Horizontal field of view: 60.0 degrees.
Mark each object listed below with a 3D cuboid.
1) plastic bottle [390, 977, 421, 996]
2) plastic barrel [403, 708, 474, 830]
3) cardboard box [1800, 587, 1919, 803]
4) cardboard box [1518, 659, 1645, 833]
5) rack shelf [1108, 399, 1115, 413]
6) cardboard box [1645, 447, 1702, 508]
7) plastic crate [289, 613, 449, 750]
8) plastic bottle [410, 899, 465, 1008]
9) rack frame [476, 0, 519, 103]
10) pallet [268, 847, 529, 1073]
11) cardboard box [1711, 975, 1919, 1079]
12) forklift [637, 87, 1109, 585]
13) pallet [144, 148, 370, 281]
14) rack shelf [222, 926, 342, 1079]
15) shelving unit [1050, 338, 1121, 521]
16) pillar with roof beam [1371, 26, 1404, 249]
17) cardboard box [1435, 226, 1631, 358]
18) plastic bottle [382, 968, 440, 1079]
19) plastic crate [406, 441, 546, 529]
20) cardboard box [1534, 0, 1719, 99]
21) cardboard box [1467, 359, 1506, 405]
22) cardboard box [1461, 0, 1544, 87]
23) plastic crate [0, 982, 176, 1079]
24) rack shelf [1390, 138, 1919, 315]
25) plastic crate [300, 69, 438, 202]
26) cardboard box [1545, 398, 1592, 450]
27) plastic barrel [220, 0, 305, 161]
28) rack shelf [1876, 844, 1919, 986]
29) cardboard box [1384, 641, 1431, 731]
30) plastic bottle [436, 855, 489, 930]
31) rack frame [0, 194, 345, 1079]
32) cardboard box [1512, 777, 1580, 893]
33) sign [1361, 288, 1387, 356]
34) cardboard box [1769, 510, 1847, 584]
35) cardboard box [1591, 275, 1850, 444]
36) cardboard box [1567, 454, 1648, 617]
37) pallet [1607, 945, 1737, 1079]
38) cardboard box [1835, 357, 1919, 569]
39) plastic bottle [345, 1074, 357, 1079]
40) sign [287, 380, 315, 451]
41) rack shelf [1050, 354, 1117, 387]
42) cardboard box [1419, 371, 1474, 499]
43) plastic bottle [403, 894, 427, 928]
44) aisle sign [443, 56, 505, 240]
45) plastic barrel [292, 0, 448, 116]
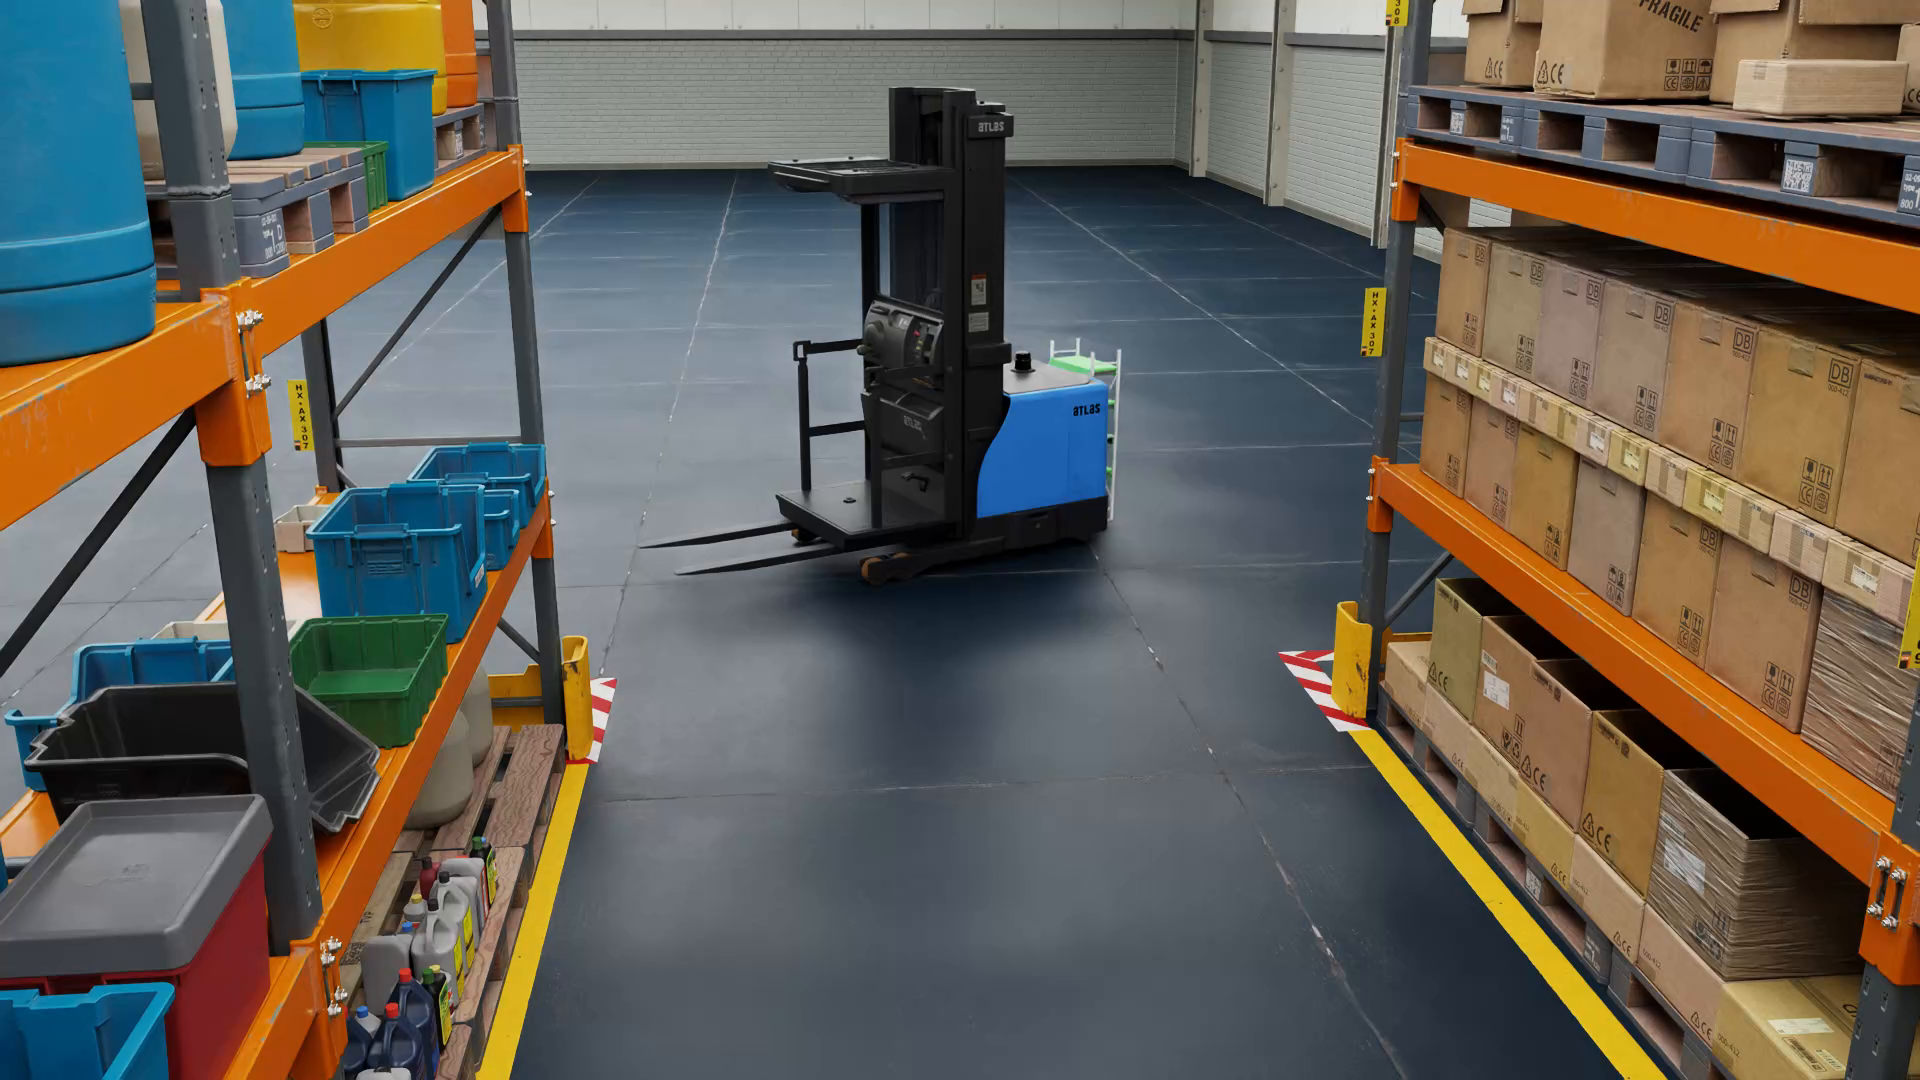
[{"bbox_3d":[-1.744,1.486,5.255,0.097,0.271,0.097,0,17,0],"label":"plastic bottle"},{"bbox_3d":[-2.219,0.885,6.803,0.421,0.512,0.421,0,17,0],"label":"plastic barrel"},{"bbox_3d":[2.874,0.415,4.680,0.700,0.500,0.500,-2,18,-7],"label":"cardboard box"},{"bbox_3d":[2.499,0.771,6.352,0.500,0.500,0.500,-2,18,-6],"label":"cardboard box"},{"bbox_3d":[0.853,-0.932,11.544,0.258,0.148,0.480,-9,19,-30],"label":"rack shelf"},{"bbox_3d":[2.555,-0.215,5.604,0.380,0.149,0.250,-1,17,-4],"label":"cardboard box"},{"bbox_3d":[-1.861,0.435,5.138,0.450,0.188,0.662,-2,18,-6],"label":"plastic crate"},{"bbox_3d":[-1.735,1.365,5.511,0.144,0.351,0.185,-2,18,-6],"label":"plastic bottle"},{"bbox_3d":[-2.414,-3.307,6.688,1.000,3.000,0.127,-2,18,-6],"label":"rack frame"},{"bbox_3d":[-2.158,1.512,6.010,1.003,0.211,1.213,-2,18,-6],"label":"pallet"},{"bbox_3d":[2.660,1.575,5.042,0.500,0.250,0.500,-2,18,-6],"label":"cardboard box"},{"bbox_3d":[-0.539,-1.302,10.430,3.031,2.935,1.130,-10,20,-29],"label":"forklift"},{"bbox_3d":[-2.173,-0.806,4.044,1.213,0.211,1.003,-2,18,-6],"label":"pallet"},{"bbox_3d":[-1.795,1.686,2.000,1.077,0.370,4.000,-2,18,-6],"label":"rack shelf"},{"bbox_3d":[0.849,-0.764,11.595,0.258,1.200,0.503,-9,19,-30],"label":"shelving unit"},{"bbox_3d":[2.234,-8.661,23.742,9.100,9.000,0.400,-2,18,-6],"label":"pillar with roof beam"},{"bbox_3d":[2.554,-1.108,7.366,0.700,0.500,0.500,-2,18,-5],"label":"cardboard box"},{"bbox_3d":[-1.692,1.491,5.107,0.144,0.351,0.185,-3,18,-8],"label":"plastic bottle"},{"bbox_3d":[-2.065,-0.234,7.163,0.499,0.251,0.616,-2,18,-6],"label":"plastic crate"},{"bbox_3d":[2.413,-1.840,5.919,0.500,0.500,0.500,-2,18,-6],"label":"cardboard box"},{"bbox_3d":[2.394,-0.677,7.077,0.380,0.149,0.250,-2,18,-5],"label":"cardboard box"},{"bbox_3d":[2.568,-2.173,6.976,0.797,0.503,0.637,-1,17,-2],"label":"cardboard box"},{"bbox_3d":[-1.578,1.074,2.777,0.392,0.384,0.575,-2,18,-6],"label":"plastic crate"},{"bbox_3d":[2.719,-1.089,5.831,1.077,0.370,4.000,-2,18,-6],"label":"rack shelf"},{"bbox_3d":[-1.918,-1.310,5.359,0.392,0.384,0.575,-2,18,-6],"label":"plastic crate"},{"bbox_3d":[2.474,-0.447,6.343,0.380,0.149,0.250,-2,18,-6],"label":"cardboard box"},{"bbox_3d":[-1.998,-1.424,4.158,0.600,0.901,0.708,-2,18,-6],"label":"plastic barrel"},{"bbox_3d":[3.132,1.534,2.484,1.077,0.370,4.000,-2,18,-6],"label":"rack shelf"},{"bbox_3d":[2.347,0.681,7.888,0.500,0.250,0.500,-2,18,-6],"label":"cardboard box"},{"bbox_3d":[-1.790,1.254,5.987,0.152,0.276,0.135,-2,18,-5],"label":"plastic bottle"},{"bbox_3d":[-2.002,0.747,3.790,1.000,3.000,0.127,-2,18,-6],"label":"rack frame"},{"bbox_3d":[2.500,1.128,6.465,0.500,0.250,0.500,-2,18,-6],"label":"cardboard box"},{"bbox_3d":[1.960,-1.032,7.880,0.100,0.325,0.005,-2,18,-6],"label":"sign"},{"bbox_3d":[2.632,0.012,4.882,0.380,0.149,0.250,-2,18,-7],"label":"cardboard box"},{"bbox_3d":[2.718,-0.652,5.914,0.700,0.500,0.500,-2,18,-6],"label":"cardboard box"},{"bbox_3d":[2.711,-0.044,6.142,0.700,0.500,0.500,-1,17,-4],"label":"cardboard box"},{"bbox_3d":[2.885,1.687,5.451,1.003,0.211,1.213,-2,18,-6],"label":"pallet"},{"bbox_3d":[2.874,-0.204,4.485,0.700,0.500,0.500,-2,18,-5],"label":"cardboard box"},{"bbox_3d":[-1.765,1.632,4.770,0.061,0.283,0.133,-2,18,-6],"label":"plastic bottle"},{"bbox_3d":[-2.962,-0.561,7.495,0.100,0.325,0.005,-2,18,-6],"label":"sign"},{"bbox_3d":[0.858,-1.162,11.475,0.258,0.148,0.480,-9,19,-30],"label":"rack shelf"},{"bbox_3d":[2.549,-0.505,7.611,0.700,0.500,0.500,-2,18,-6],"label":"cardboard box"},{"bbox_3d":[-1.898,1.341,5.836,0.097,0.201,0.097,0,17,0],"label":"plastic bottle"},{"bbox_3d":[-2.126,-1.716,7.294,0.394,0.787,0.004,-2,18,-6],"label":"aisle sign"},{"bbox_3d":[-2.170,-1.830,5.977,0.600,0.588,0.600,0,17,0],"label":"plastic barrel"}]
